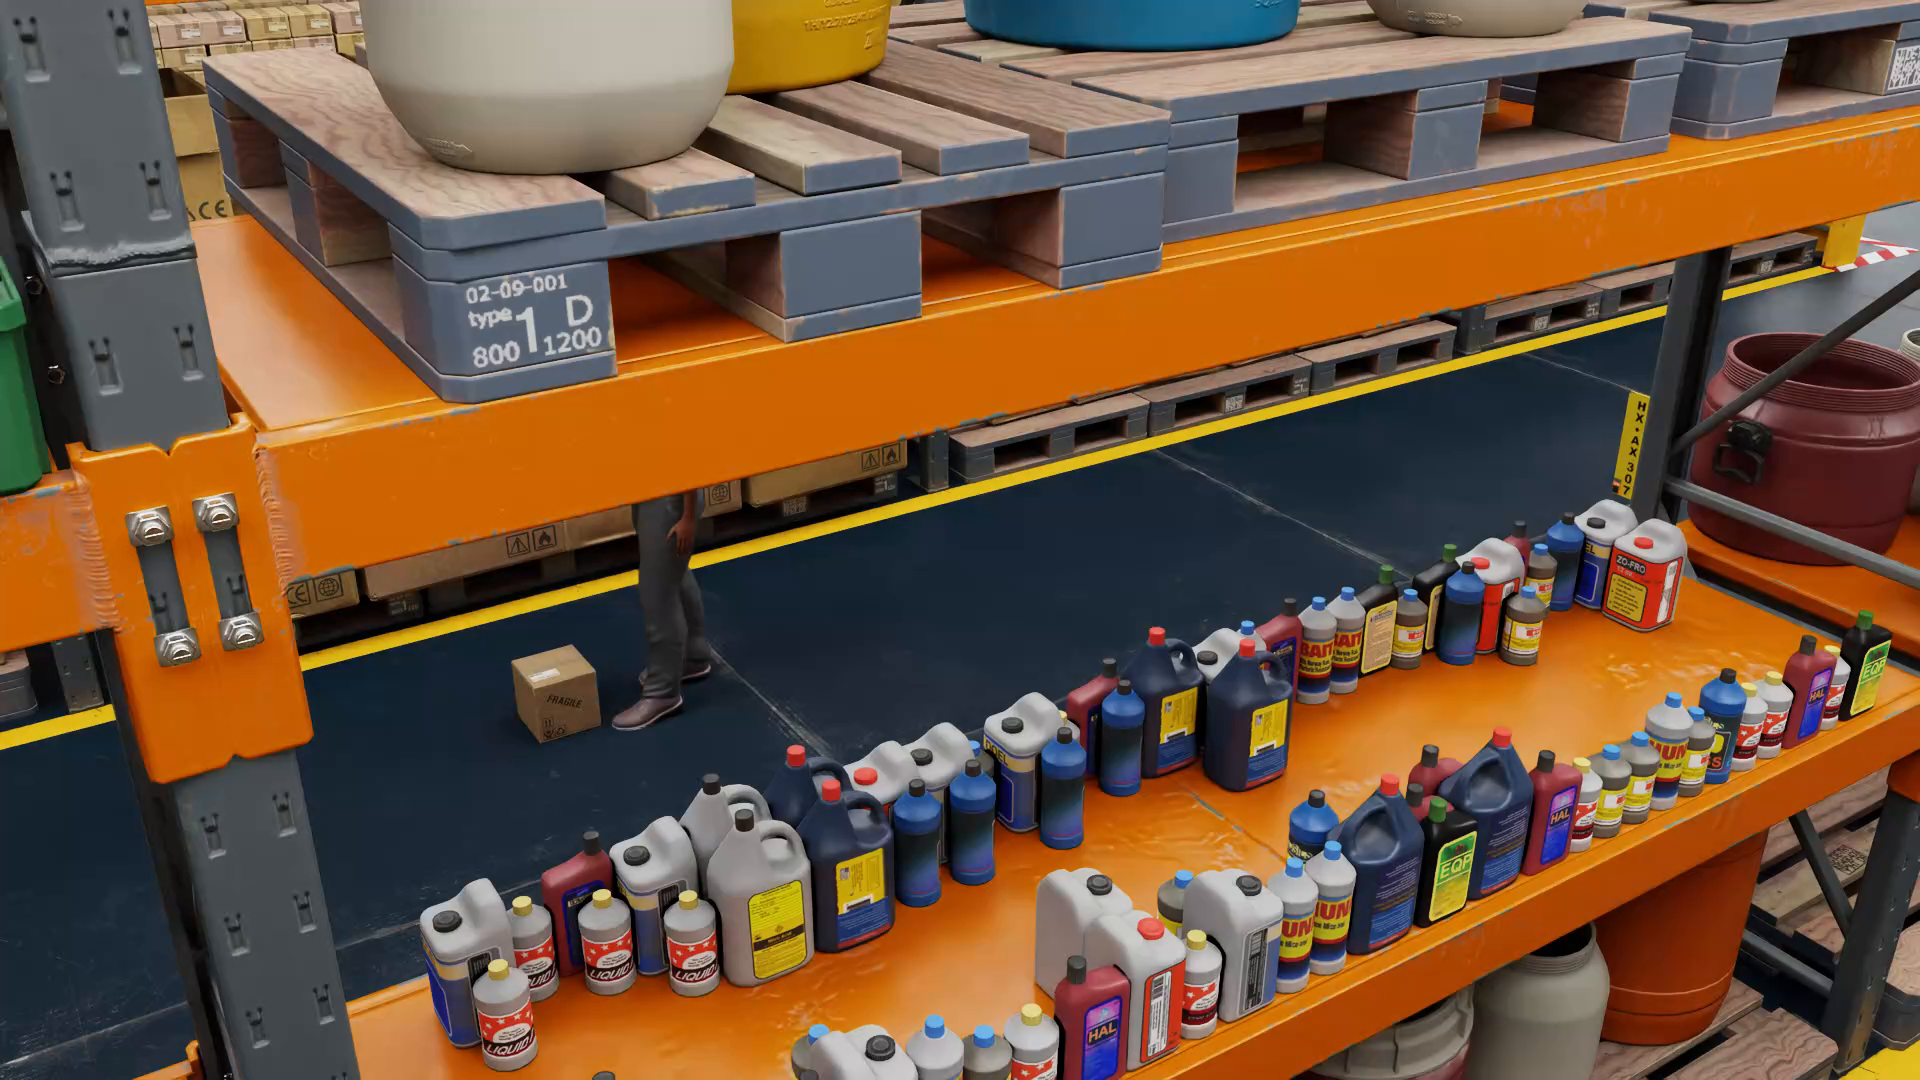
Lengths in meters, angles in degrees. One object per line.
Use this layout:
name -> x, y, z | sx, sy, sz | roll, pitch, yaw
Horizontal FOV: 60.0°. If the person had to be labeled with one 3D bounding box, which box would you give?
person -> -1.229, -0.133, 6.395 | 0.480, 1.675, 0.492 | -12, 28, -24
